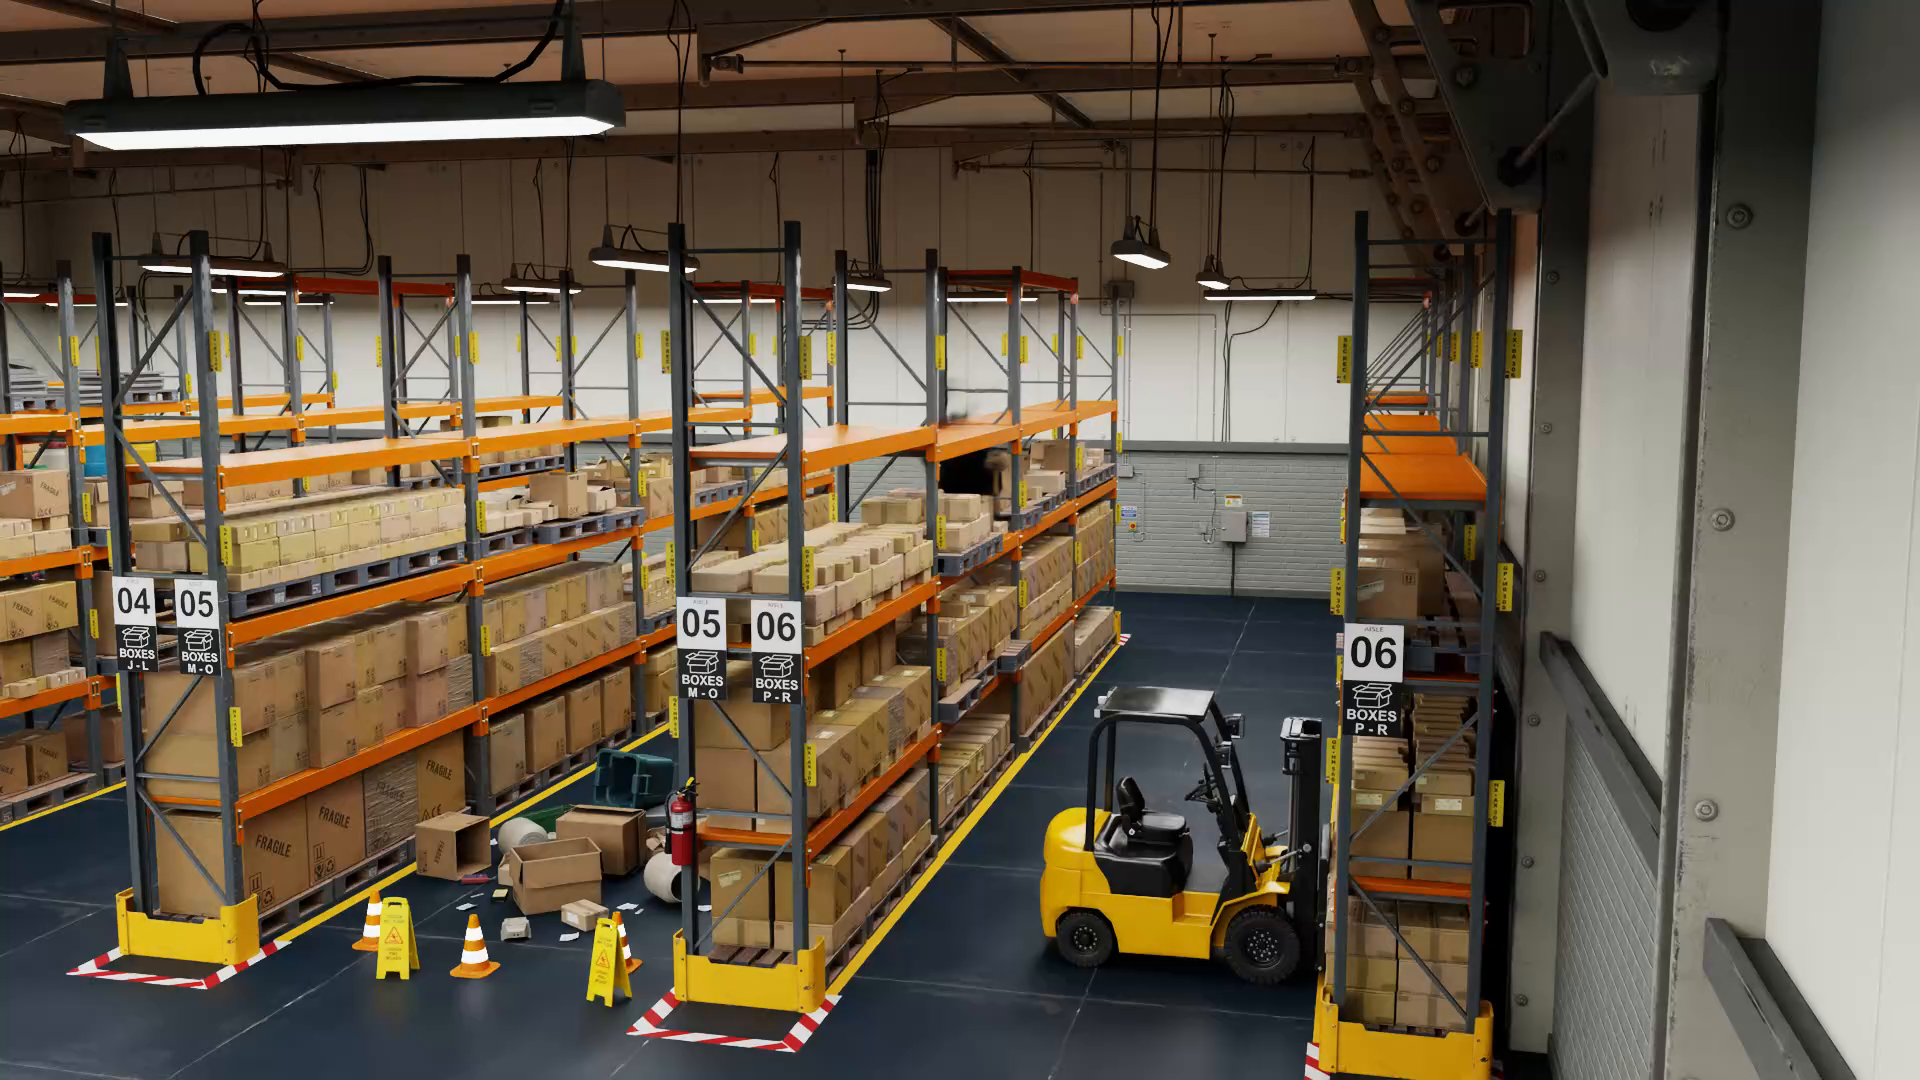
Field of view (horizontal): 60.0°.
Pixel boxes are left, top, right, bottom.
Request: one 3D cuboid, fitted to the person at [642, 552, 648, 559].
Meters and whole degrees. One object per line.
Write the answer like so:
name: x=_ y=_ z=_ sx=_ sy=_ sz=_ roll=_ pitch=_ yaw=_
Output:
person: x=-5.114 y=1.047 z=26.717 sx=0.706 sy=1.728 sz=0.574 roll=1 pitch=7 yaw=11
